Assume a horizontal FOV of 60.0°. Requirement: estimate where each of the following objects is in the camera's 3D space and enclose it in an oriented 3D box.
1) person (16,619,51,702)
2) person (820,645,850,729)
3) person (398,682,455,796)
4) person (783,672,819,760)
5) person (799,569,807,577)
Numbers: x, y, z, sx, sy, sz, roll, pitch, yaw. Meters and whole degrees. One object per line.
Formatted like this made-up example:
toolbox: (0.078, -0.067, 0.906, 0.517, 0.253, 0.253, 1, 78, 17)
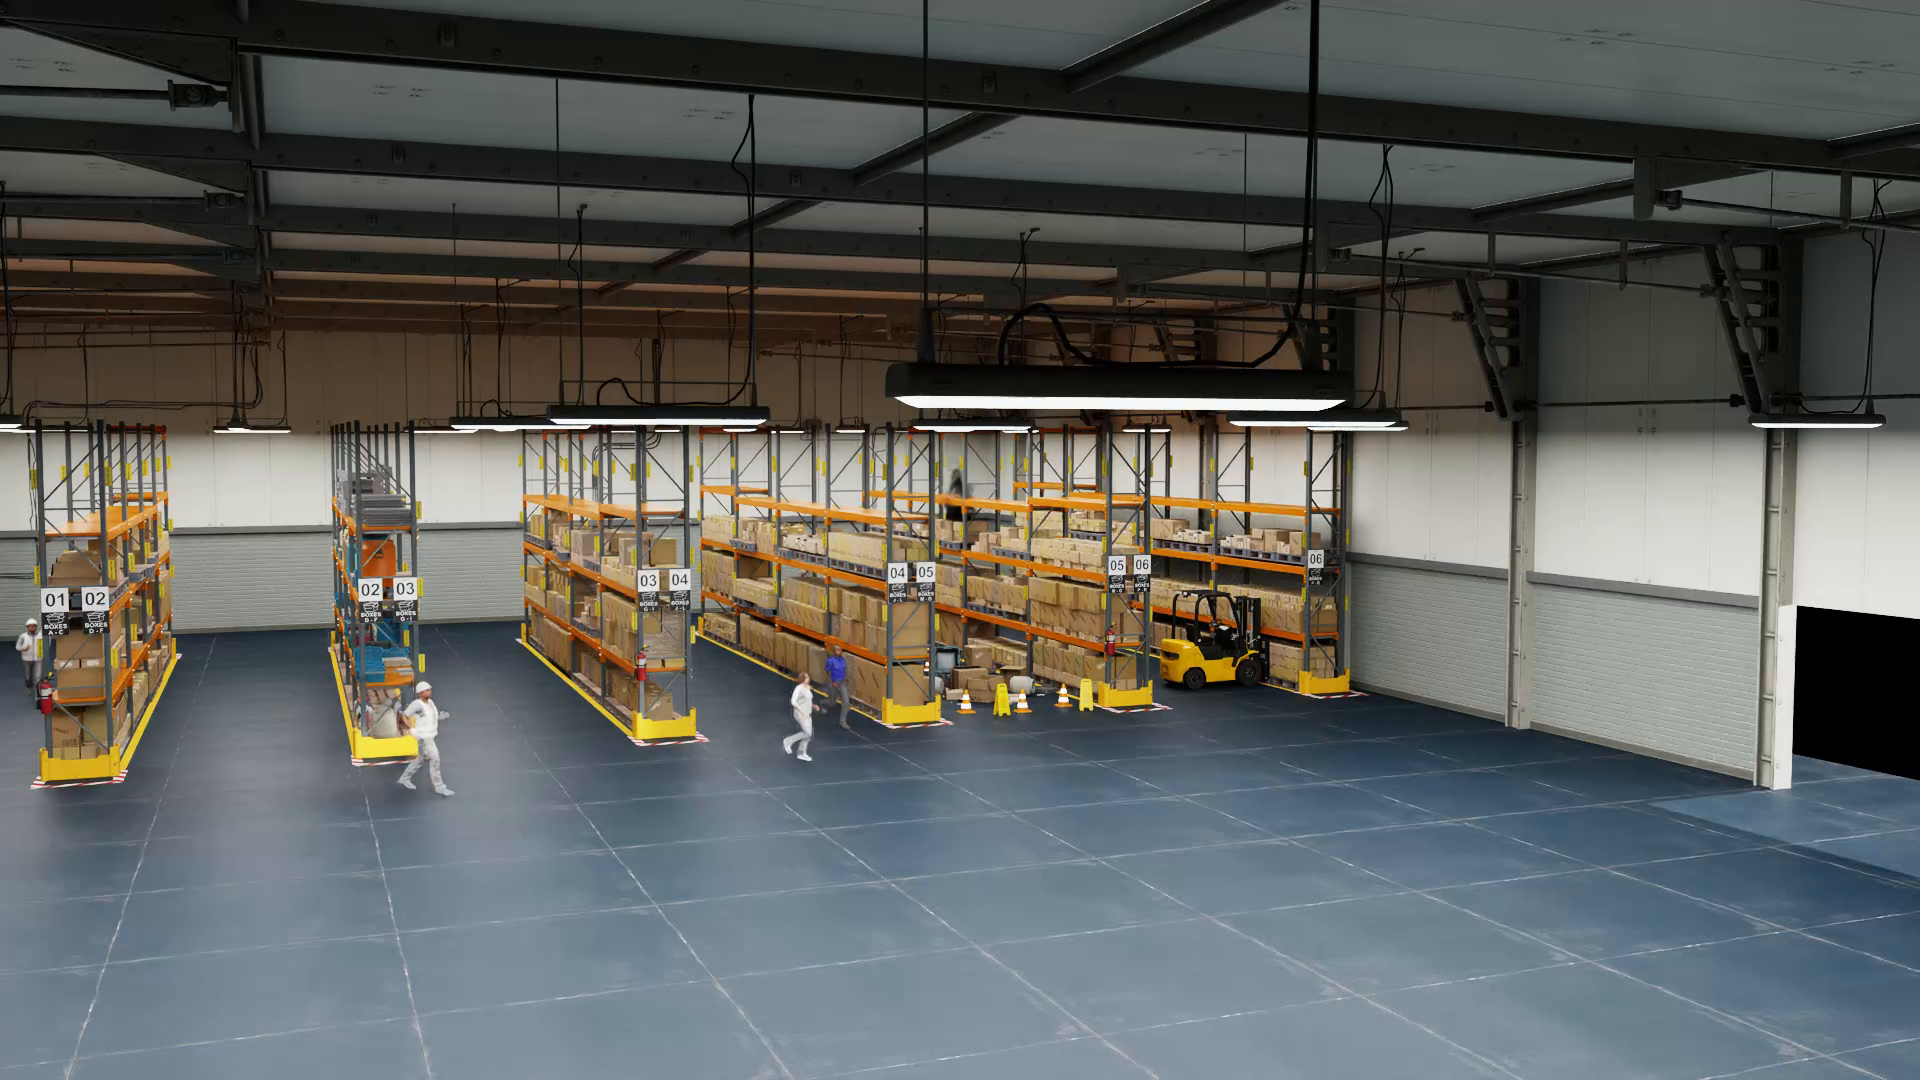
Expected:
person: (-20.009, 2.579, 35.915, 0.662, 1.750, 0.960, -2, 4, -28)
person: (-2.444, 2.890, 32.888, 0.568, 1.623, 0.866, -2, 4, -35)
person: (-8.503, 3.150, 26.450, 0.947, 1.799, 0.674, 0, 4, 0)
person: (-2.806, 3.112, 29.454, 0.583, 1.572, 0.531, 1, 4, 18)
person: (-4.700, 1.701, 50.530, 0.649, 1.756, 0.651, -1, 4, -17)
